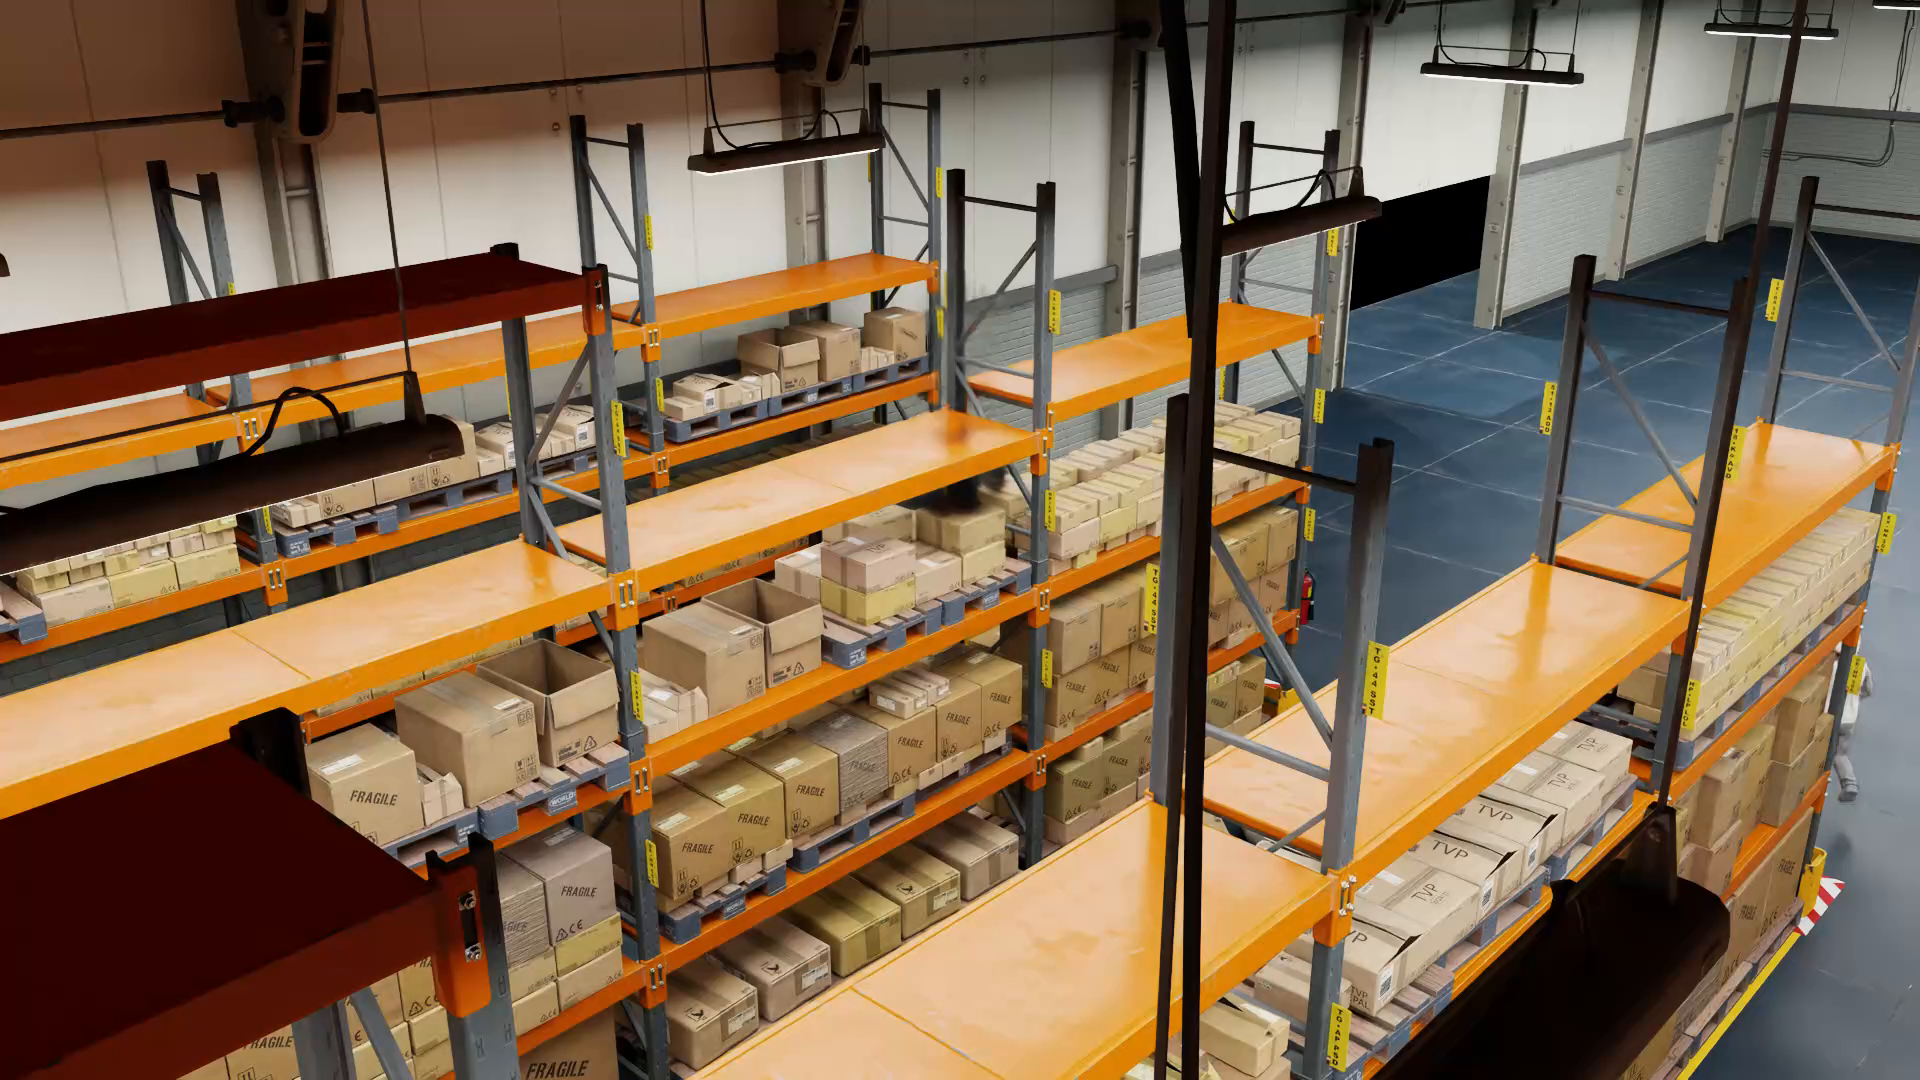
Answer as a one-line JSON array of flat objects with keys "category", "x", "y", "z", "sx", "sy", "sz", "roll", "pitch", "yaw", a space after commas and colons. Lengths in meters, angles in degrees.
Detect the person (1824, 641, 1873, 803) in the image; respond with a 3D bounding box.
[{"category": "person", "x": 8.069, "y": 1.659, "z": 15.383, "sx": 0.634, "sy": 1.767, "sz": 1.078, "roll": 2, "pitch": 21, "yaw": 5}]
